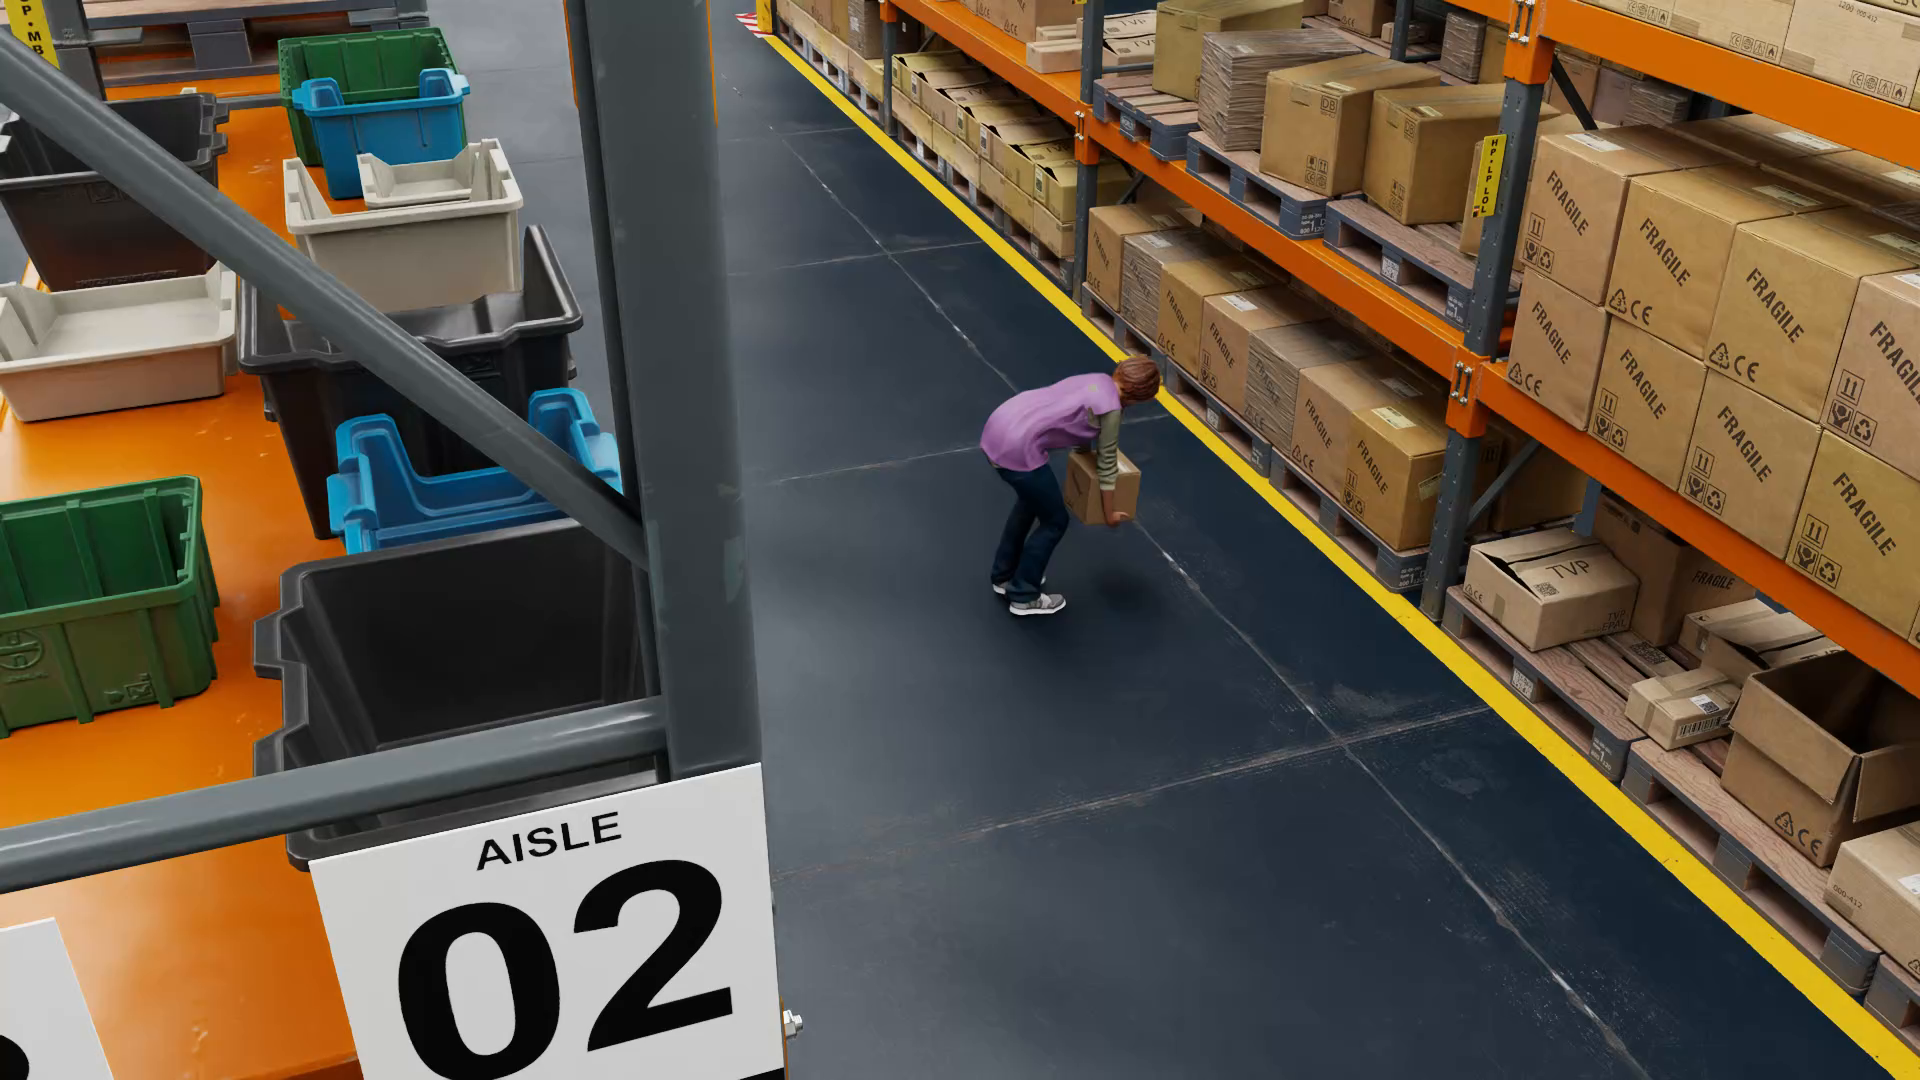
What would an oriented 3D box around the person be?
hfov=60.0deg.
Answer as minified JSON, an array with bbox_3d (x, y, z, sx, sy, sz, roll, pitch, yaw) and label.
[{"bbox_3d":[0.503,-0.249,7.527,0.848,1.136,0.379,-11,32,-19],"label":"person"}]
